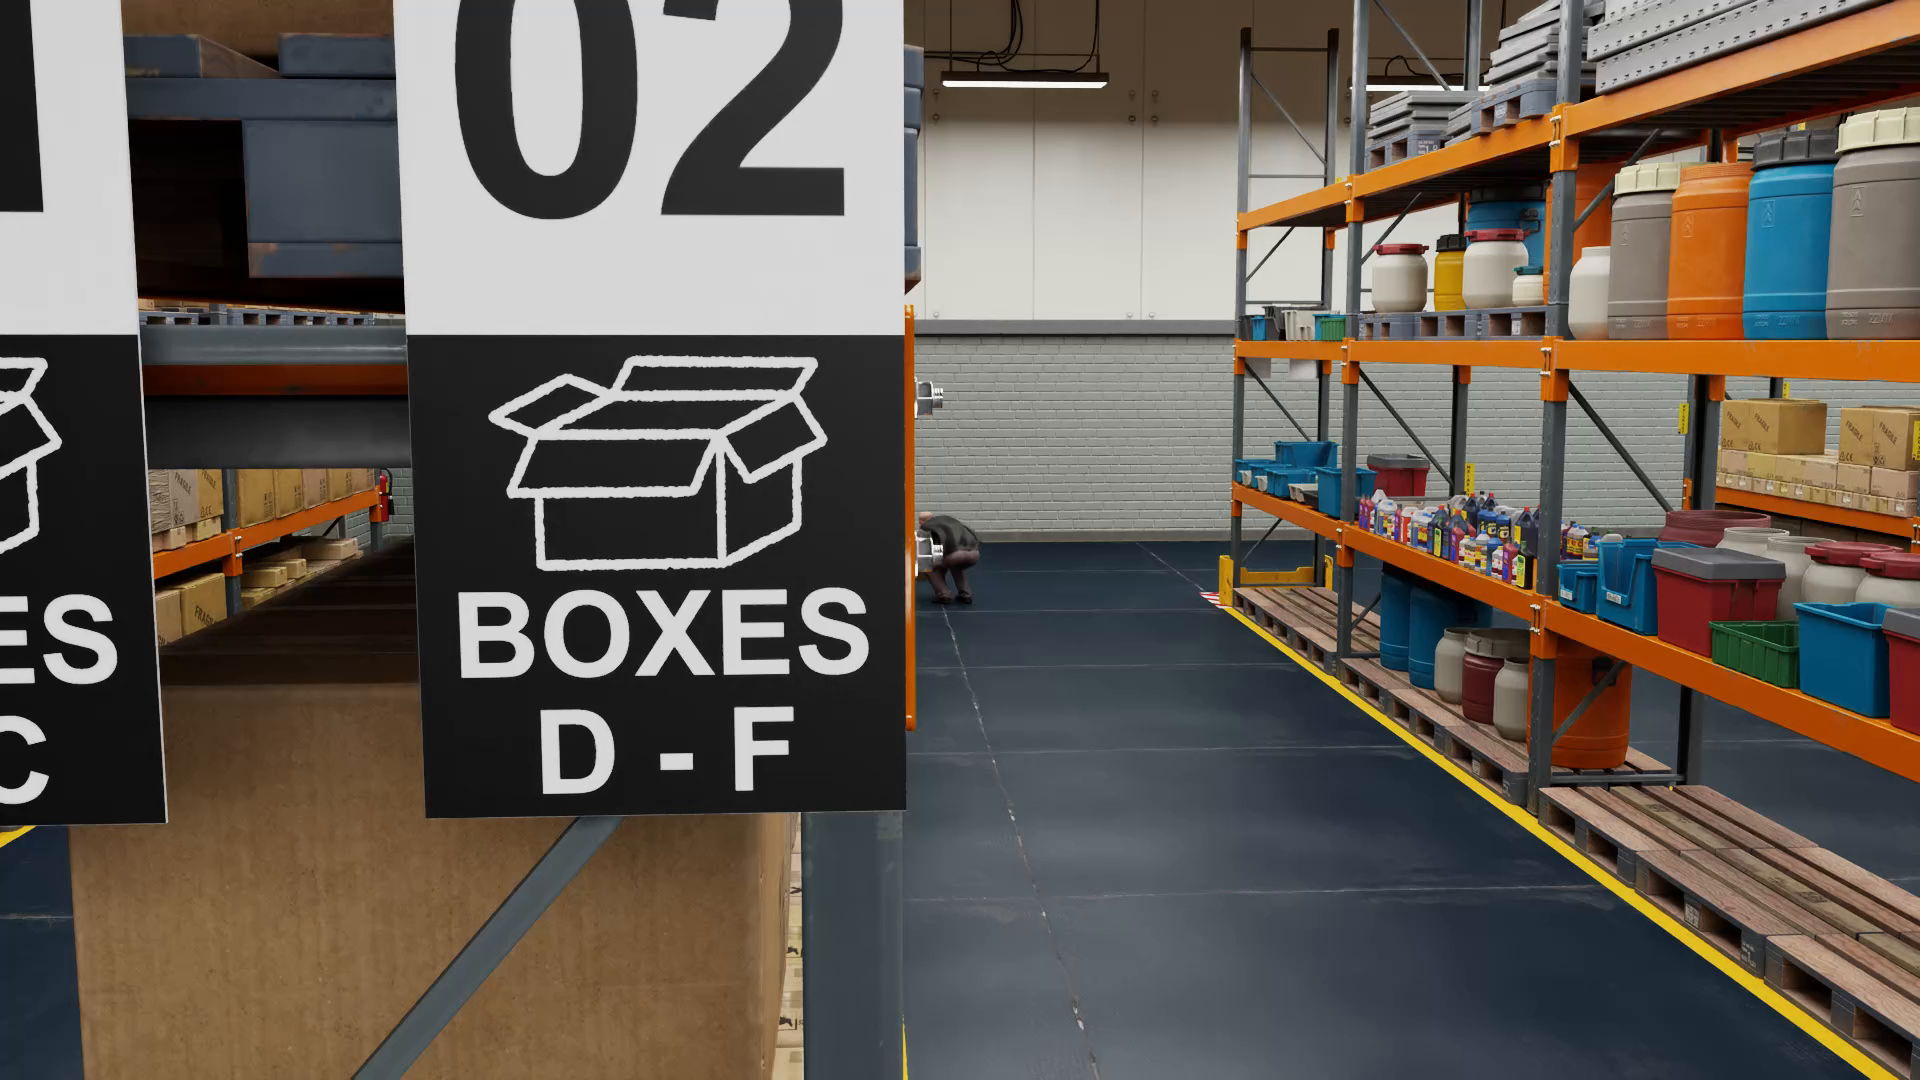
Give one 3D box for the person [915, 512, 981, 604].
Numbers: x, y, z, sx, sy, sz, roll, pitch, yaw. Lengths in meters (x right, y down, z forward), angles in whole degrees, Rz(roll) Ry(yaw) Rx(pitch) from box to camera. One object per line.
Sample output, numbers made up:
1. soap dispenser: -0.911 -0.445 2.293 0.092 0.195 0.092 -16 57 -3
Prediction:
1. person: -0.164 0.195 18.006 0.503 0.950 0.937 -4 8 -32
